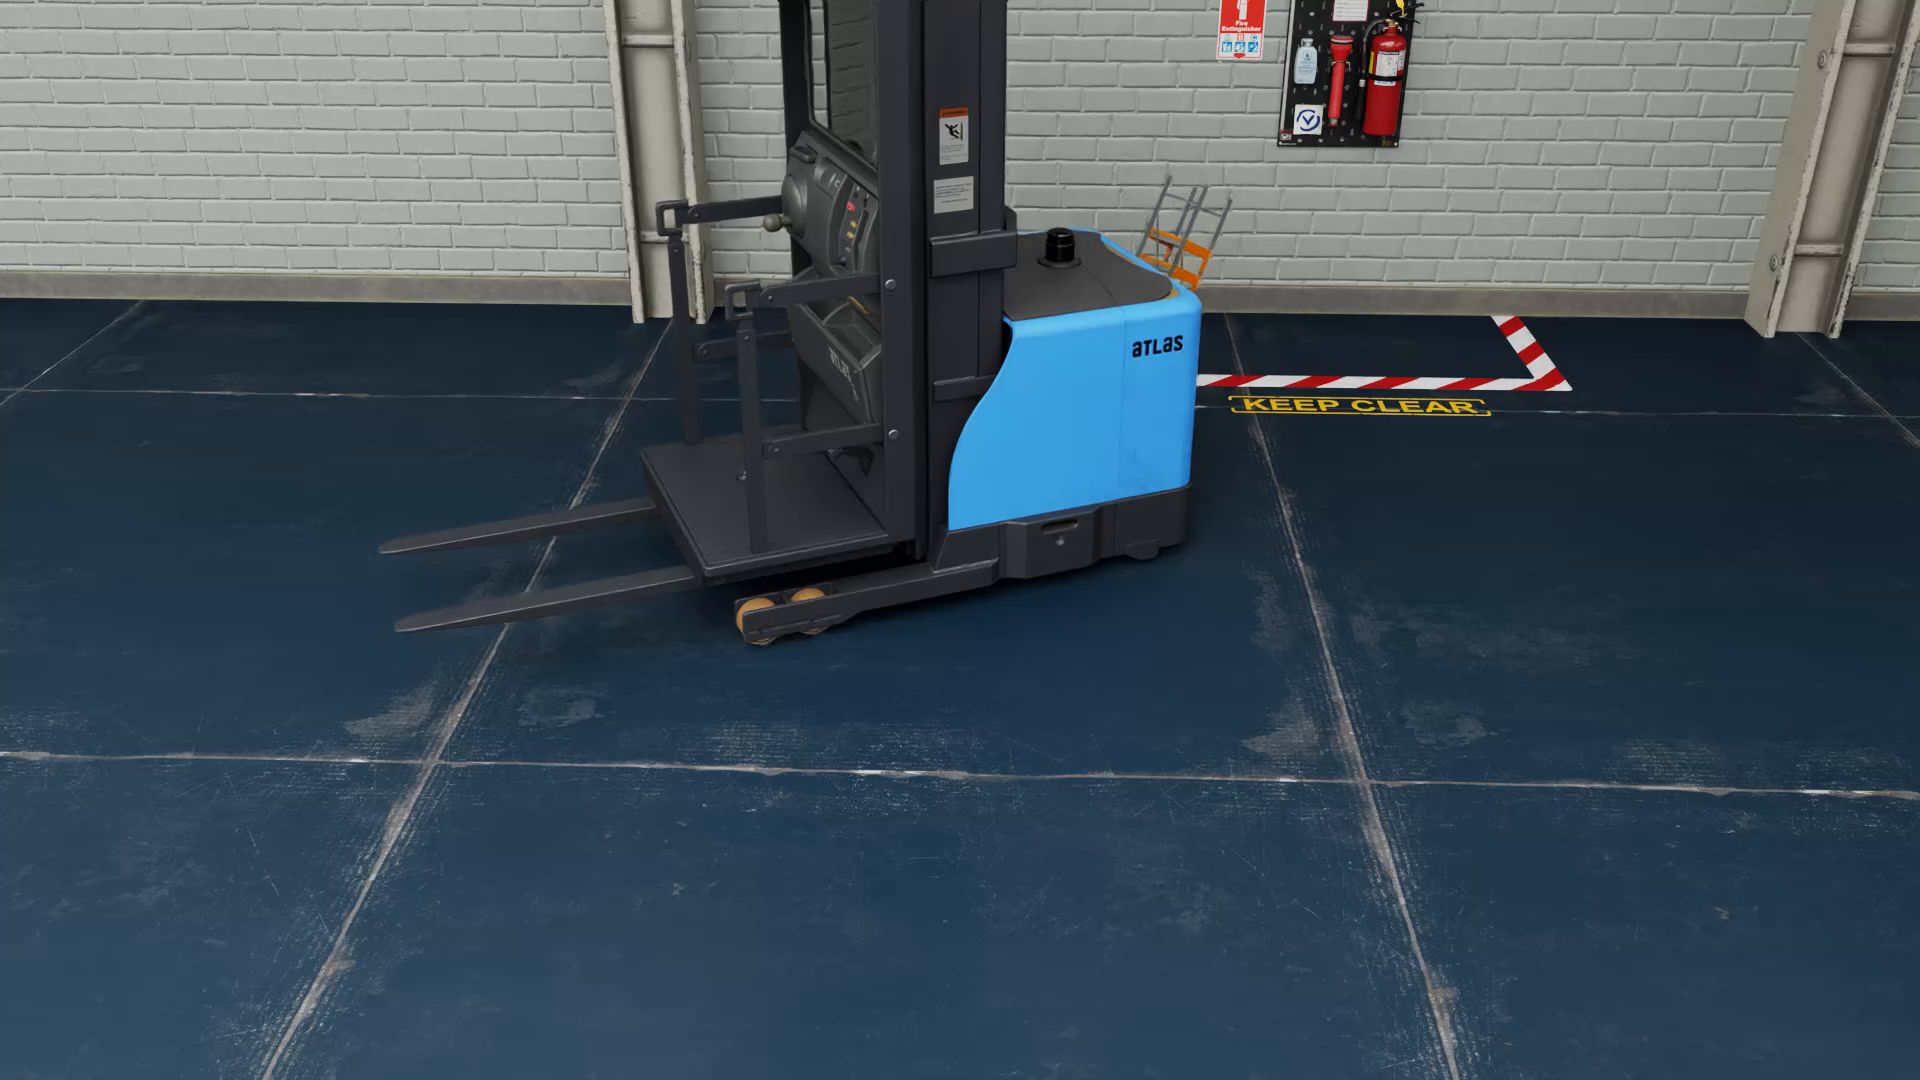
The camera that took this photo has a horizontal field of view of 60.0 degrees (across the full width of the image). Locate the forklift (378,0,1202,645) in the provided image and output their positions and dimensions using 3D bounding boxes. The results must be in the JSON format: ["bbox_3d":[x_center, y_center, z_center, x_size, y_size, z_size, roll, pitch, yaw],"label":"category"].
[{"bbox_3d":[-0.651,-1.195,5.876,3.031,2.935,1.130,-11,30,-19],"label":"forklift"}]

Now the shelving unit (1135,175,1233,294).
[{"bbox_3d":[0.839,-1.000,7.405,0.189,1.200,0.258,13,13,-45],"label":"shelving unit"}]

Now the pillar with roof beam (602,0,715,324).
[{"bbox_3d":[-1.708,-3.199,3.176,0.400,9.000,9.100,1,28,2],"label":"pillar with roof beam"}]

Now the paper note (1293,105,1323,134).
[{"bbox_3d":[1.797,-2.169,8.579,0.142,0.148,0.016,1,28,2],"label":"paper note"}]

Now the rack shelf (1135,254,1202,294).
[{"bbox_3d":[0.911,-1.179,7.374,0.180,0.103,0.258,13,13,-45],"label":"rack shelf"}]

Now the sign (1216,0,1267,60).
[{"bbox_3d":[1.423,-2.596,8.406,0.234,0.329,0.001,1,28,2],"label":"sign"}]

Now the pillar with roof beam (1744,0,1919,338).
[{"bbox_3d":[4.288,-3.099,2.989,0.400,9.000,9.100,1,28,2],"label":"pillar with roof beam"}]

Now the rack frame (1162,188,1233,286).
[{"bbox_3d":[0.902,-0.986,7.469,0.006,1.200,0.240,13,13,-45],"label":"rack frame"}]

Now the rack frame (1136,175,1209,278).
[{"bbox_3d":[0.776,-1.014,7.341,0.006,1.200,0.240,13,13,-45],"label":"rack frame"}]

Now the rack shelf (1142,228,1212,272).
[{"bbox_3d":[0.955,-1.289,7.355,0.180,0.103,0.258,13,13,-45],"label":"rack shelf"}]

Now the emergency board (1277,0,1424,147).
[{"bbox_3d":[1.972,-2.523,8.306,0.643,1.169,0.194,1,28,2],"label":"emergency board"}]
